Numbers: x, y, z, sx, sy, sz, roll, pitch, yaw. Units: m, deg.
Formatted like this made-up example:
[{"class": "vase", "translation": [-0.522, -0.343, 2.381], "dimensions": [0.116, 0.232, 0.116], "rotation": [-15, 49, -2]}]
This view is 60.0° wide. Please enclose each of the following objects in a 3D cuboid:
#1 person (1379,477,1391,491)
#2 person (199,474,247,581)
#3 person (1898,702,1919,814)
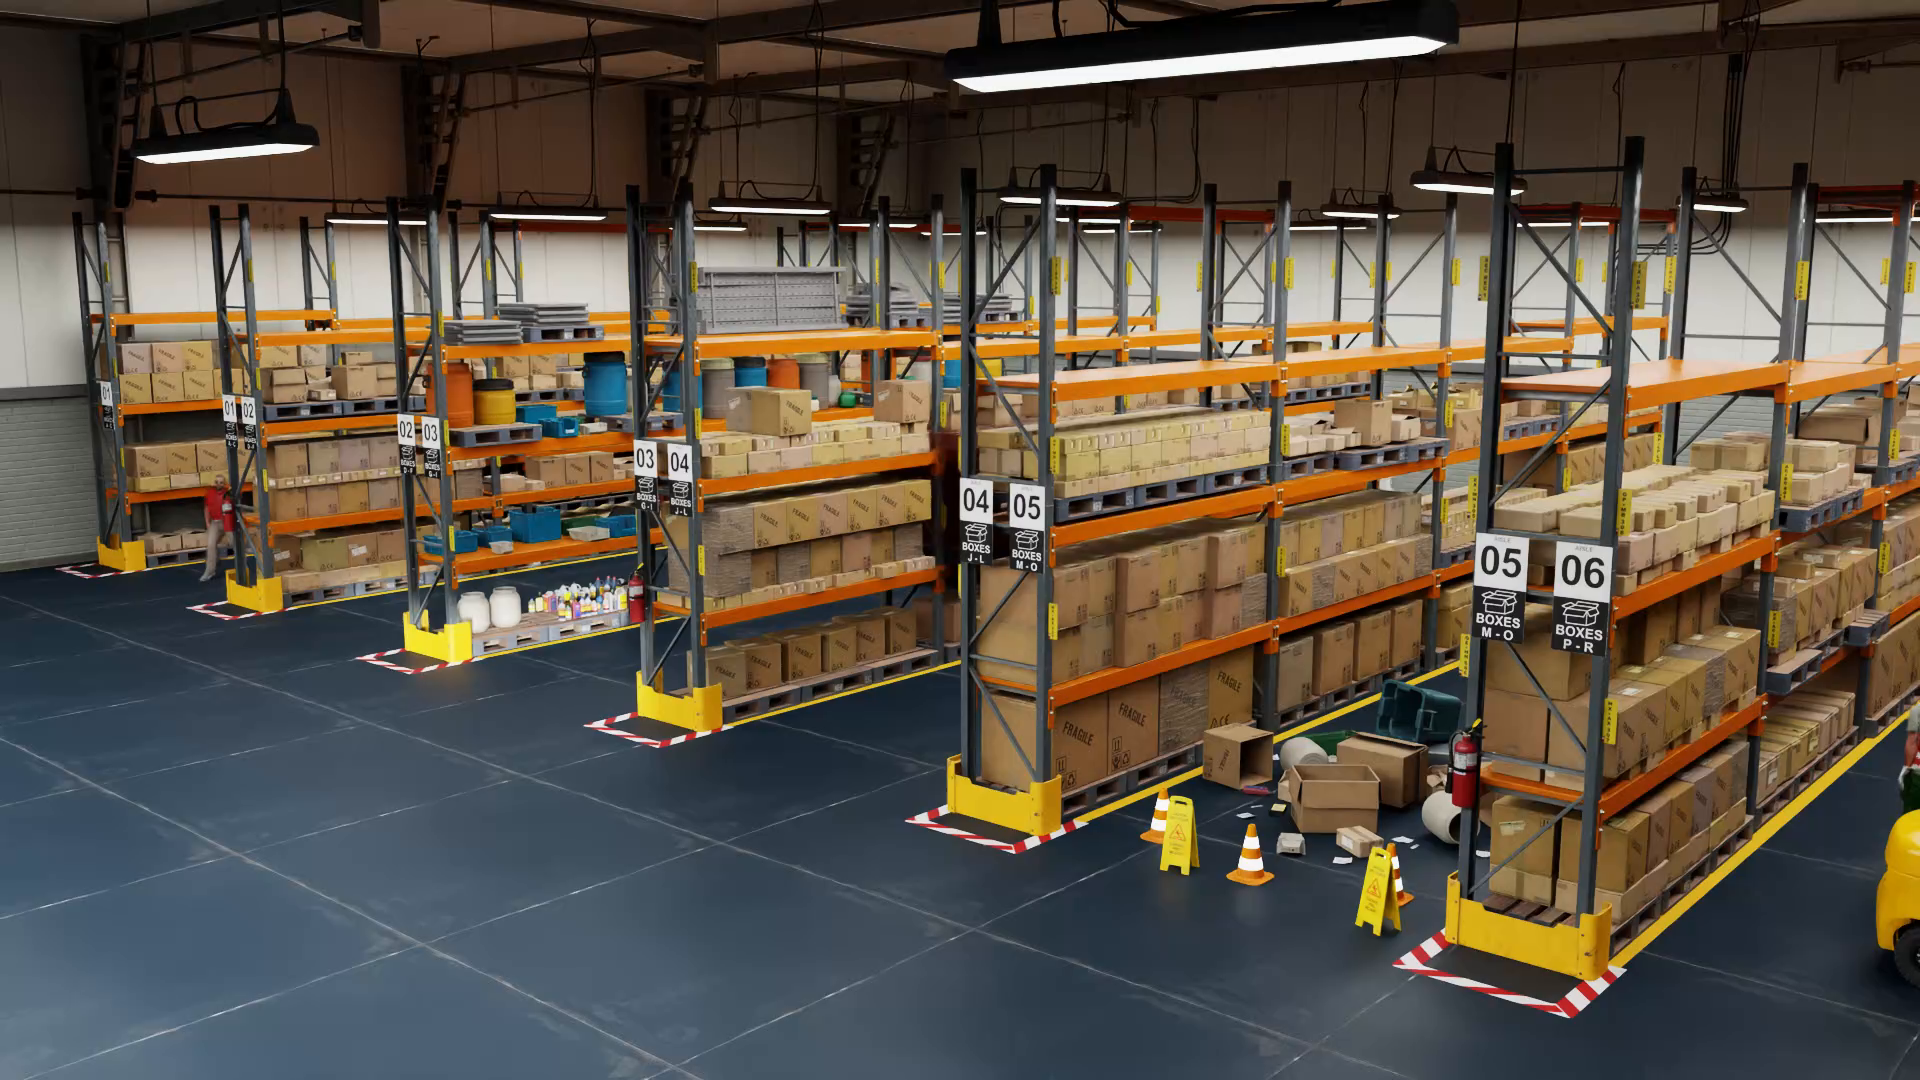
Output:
[{"class": "person", "translation": [8.082, -0.929, 31.523], "dimensions": [0.984, 1.743, 0.565], "rotation": [4, 10, 21]}, {"class": "person", "translation": [-12.237, -0.235, 27.581], "dimensions": [0.615, 1.727, 0.945], "rotation": [1, 10, 9]}, {"class": "person", "translation": [8.216, 1.999, 14.025], "dimensions": [0.502, 1.822, 0.548], "rotation": [7, 12, 35]}]
